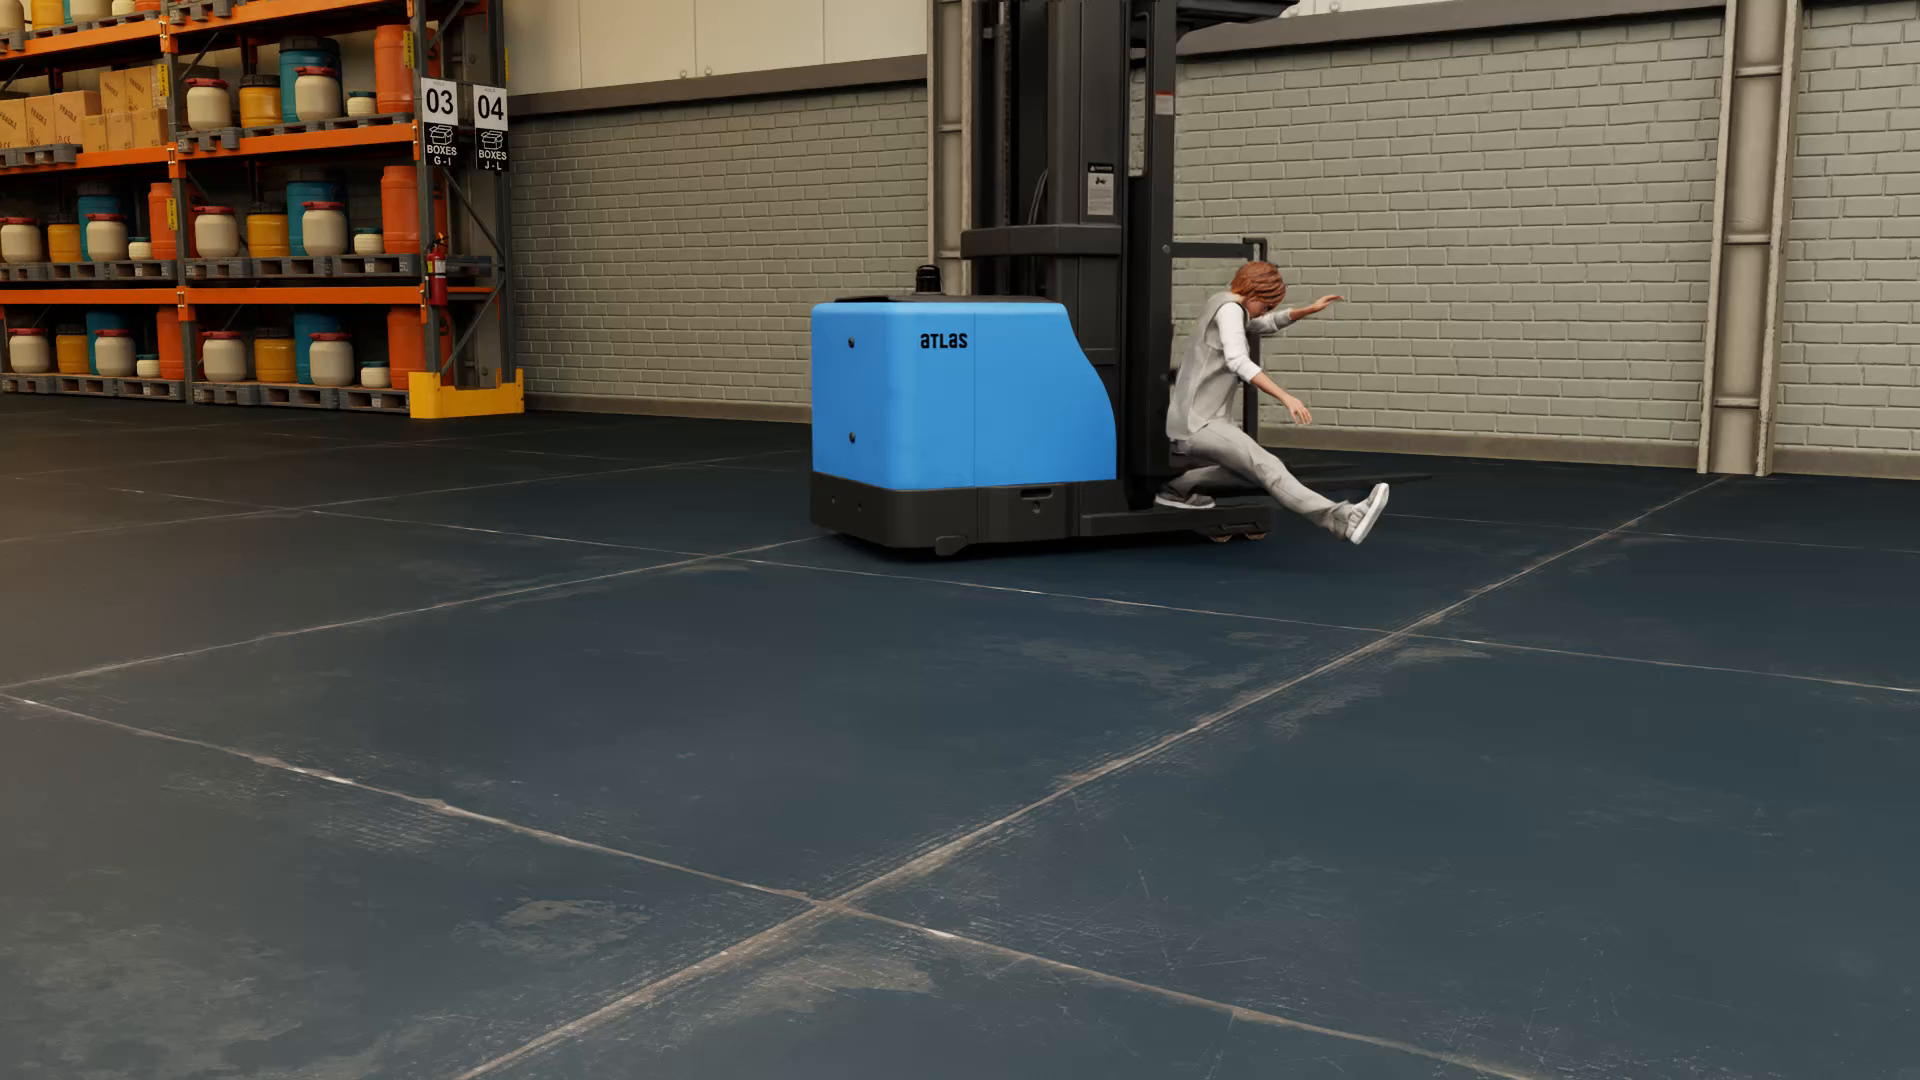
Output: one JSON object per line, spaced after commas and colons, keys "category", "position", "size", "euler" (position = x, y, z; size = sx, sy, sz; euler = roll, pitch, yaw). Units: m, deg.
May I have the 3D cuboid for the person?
{"category": "person", "position": [1.276, -0.592, 6.946], "size": [1.030, 1.102, 0.928], "euler": [2, 8, 15]}

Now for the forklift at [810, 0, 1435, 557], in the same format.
{"category": "forklift", "position": [0.863, -1.500, 7.743], "size": [3.031, 2.935, 1.130], "euler": [-4, 9, -26]}
